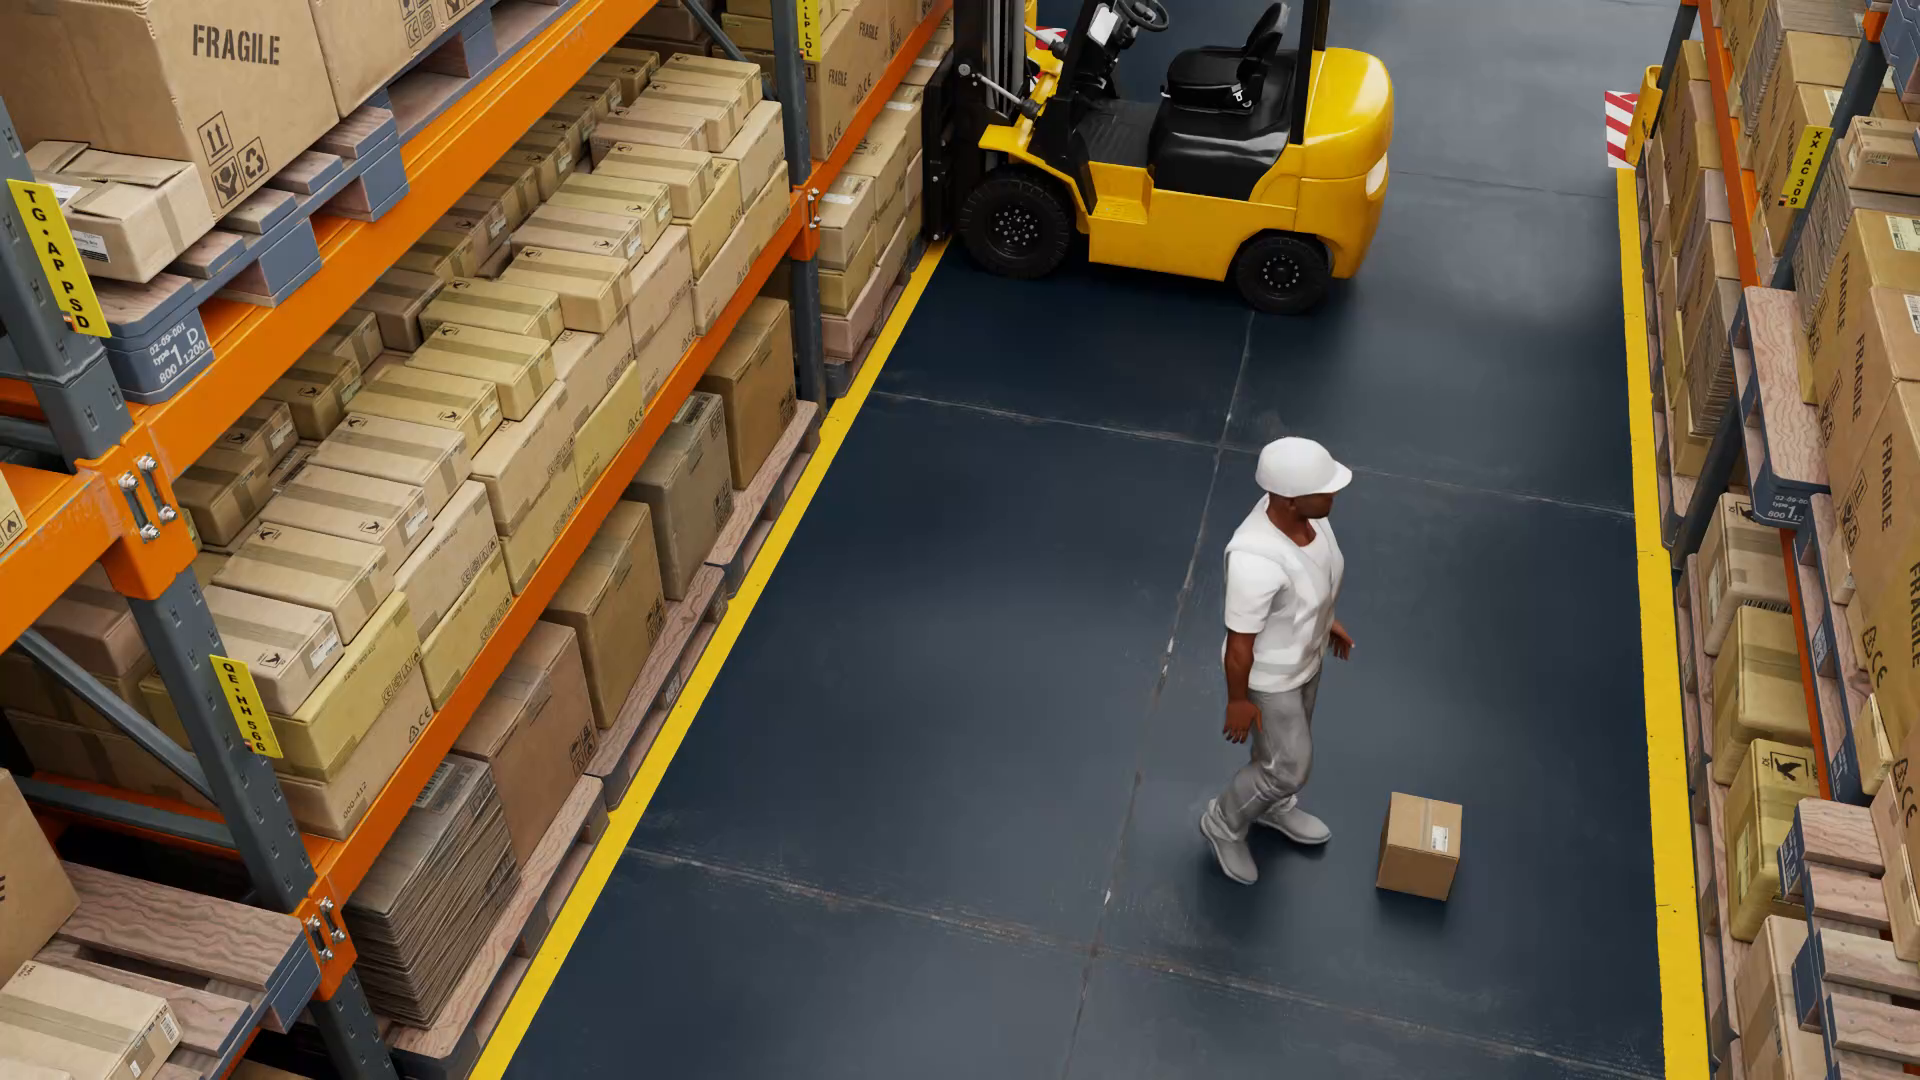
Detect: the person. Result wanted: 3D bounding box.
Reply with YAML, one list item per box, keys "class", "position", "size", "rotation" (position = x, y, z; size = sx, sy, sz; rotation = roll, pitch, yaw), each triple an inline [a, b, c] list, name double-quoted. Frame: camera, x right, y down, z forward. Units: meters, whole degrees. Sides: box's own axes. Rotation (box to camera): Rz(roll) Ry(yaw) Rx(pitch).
- class: "person"
  position: [1.121, 0.429, 5.628]
  size: [0.487, 1.809, 0.620]
  rotation: [20, 45, 22]
